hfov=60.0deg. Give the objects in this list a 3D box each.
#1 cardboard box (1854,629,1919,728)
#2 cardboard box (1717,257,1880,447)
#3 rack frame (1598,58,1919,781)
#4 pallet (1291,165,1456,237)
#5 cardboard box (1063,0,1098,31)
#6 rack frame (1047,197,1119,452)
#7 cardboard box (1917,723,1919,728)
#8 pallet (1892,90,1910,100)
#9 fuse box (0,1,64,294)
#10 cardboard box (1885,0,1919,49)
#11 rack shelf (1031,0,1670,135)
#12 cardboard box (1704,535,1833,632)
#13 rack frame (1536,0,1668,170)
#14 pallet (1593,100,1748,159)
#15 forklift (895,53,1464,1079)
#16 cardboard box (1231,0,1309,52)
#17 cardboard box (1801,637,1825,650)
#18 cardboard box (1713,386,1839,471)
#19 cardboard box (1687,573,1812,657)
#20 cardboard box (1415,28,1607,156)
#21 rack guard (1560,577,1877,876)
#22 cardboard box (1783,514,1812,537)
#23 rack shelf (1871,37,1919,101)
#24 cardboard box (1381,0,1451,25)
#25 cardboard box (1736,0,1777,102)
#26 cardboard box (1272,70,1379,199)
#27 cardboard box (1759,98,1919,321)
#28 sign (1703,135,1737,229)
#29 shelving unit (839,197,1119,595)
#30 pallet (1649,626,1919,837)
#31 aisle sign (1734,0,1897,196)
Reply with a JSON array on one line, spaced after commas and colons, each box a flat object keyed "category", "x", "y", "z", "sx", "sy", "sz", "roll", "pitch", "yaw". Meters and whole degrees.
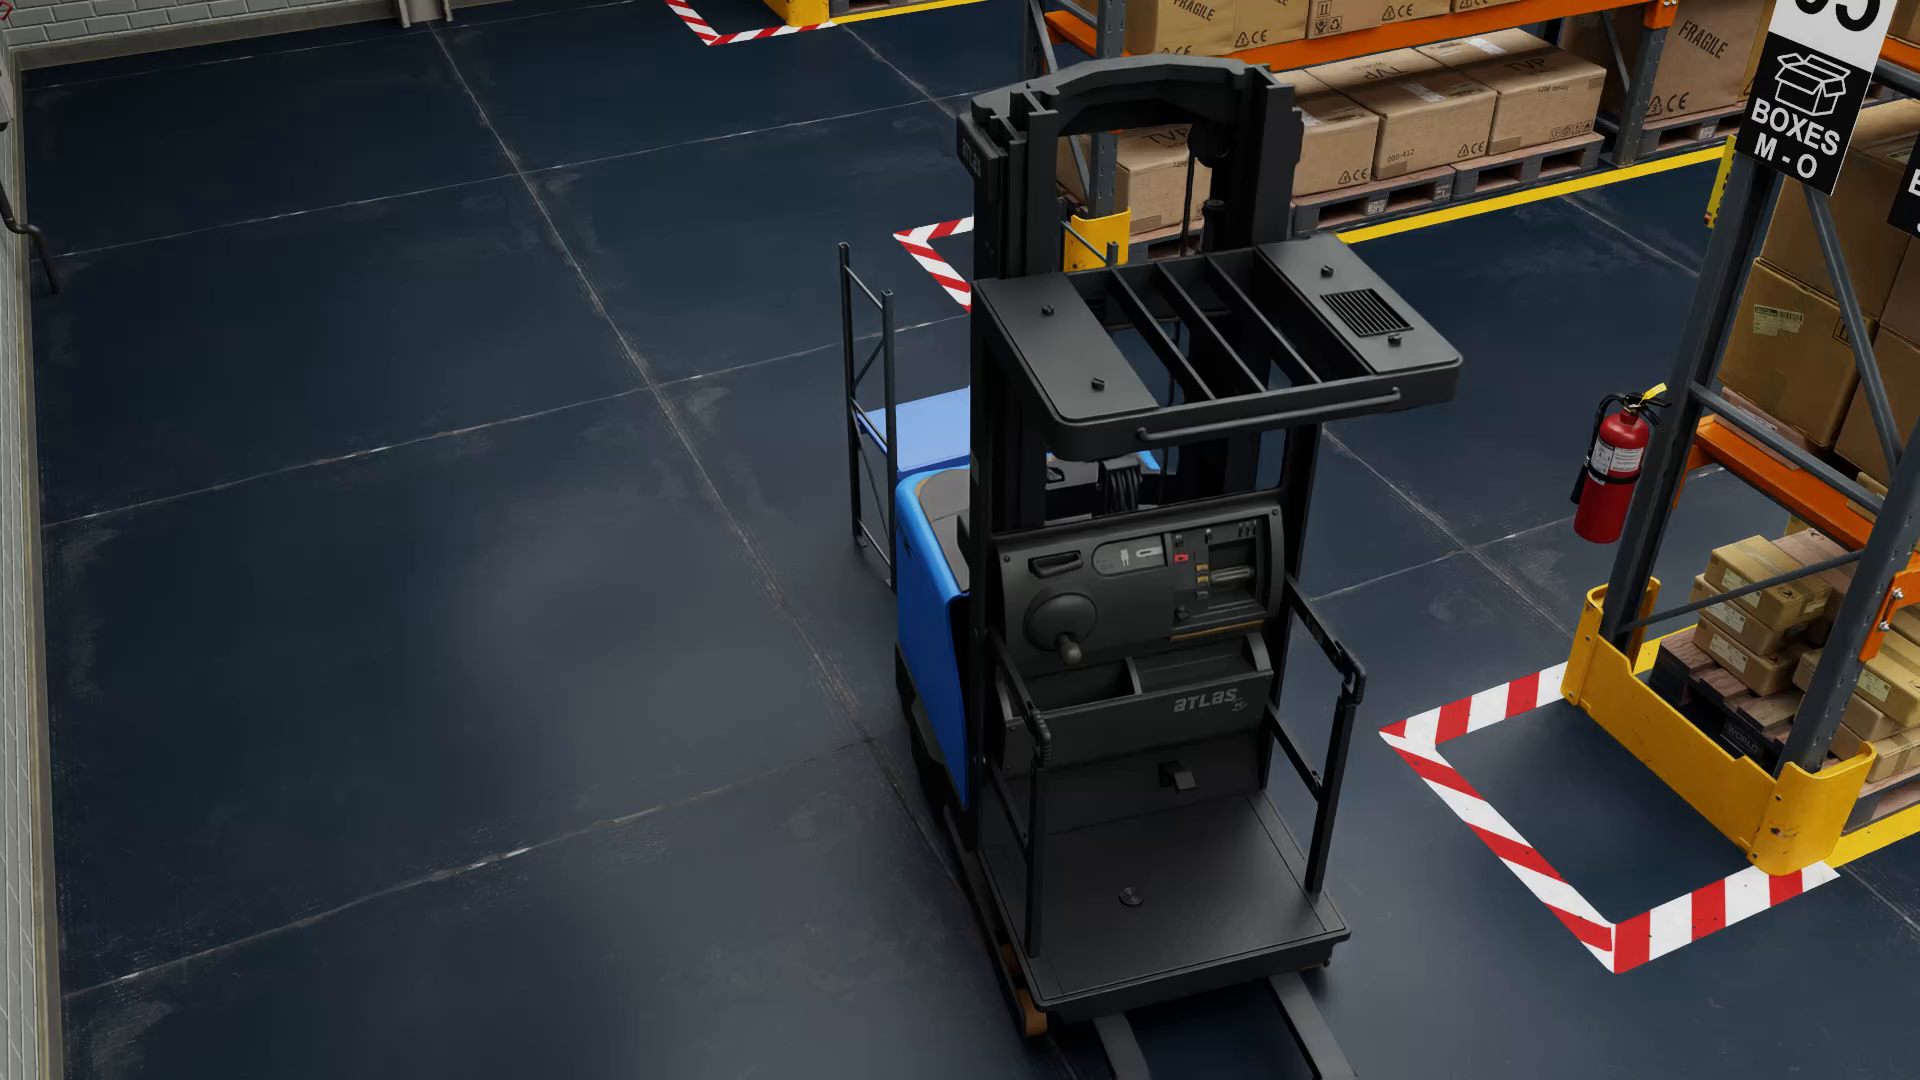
[{"category": "cardboard box", "x": 3.424, "y": 0.489, "z": 6.114, "sx": 0.250, "sy": 0.149, "sz": 0.380, "roll": -17, "pitch": 40, "yaw": -22}, {"category": "cardboard box", "x": 3.103, "y": -0.711, "z": 5.858, "sx": 0.500, "sy": 0.500, "sz": 0.500, "roll": -15, "pitch": 39, "yaw": -19}, {"category": "rack frame", "x": 2.805, "y": -0.299, "z": 5.636, "sx": 0.127, "sy": 3.000, "sz": 1.000, "roll": -16, "pitch": 39, "yaw": -20}, {"category": "pallet", "x": 2.404, "y": -2.374, "z": 10.774, "sx": 1.213, "sy": 0.211, "sz": 1.003, "roll": -16, "pitch": 39, "yaw": -20}, {"category": "cardboard box", "x": 0.935, "y": -3.248, "z": 9.527, "sx": 0.500, "sy": 0.500, "sz": 0.500, "roll": -15, "pitch": 39, "yaw": -20}, {"category": "rack frame", "x": 0.537, "y": -0.753, "z": 7.506, "sx": 0.032, "sy": 1.500, "sz": 0.500, "roll": -16, "pitch": 39, "yaw": -20}, {"category": "cardboard box", "x": 3.618, "y": 0.607, "z": 6.455, "sx": 0.250, "sy": 0.149, "sz": 0.380, "roll": -16, "pitch": 39, "yaw": -20}, {"category": "pallet", "x": 7.107, "y": -3.689, "z": 12.547, "sx": 1.213, "sy": 0.211, "sz": 1.003, "roll": -16, "pitch": 39, "yaw": -20}, {"category": "fuse box", "x": -5.245, "y": -2.156, "z": 9.220, "sx": 0.414, "sy": 1.711, "sz": 0.539, "roll": -16, "pitch": 39, "yaw": -20}, {"category": "cardboard box", "x": 3.104, "y": -1.702, "z": 5.134, "sx": 0.500, "sy": 0.250, "sz": 0.500, "roll": -16, "pitch": 40, "yaw": -21}, {"category": "rack shelf", "x": 2.421, "y": -3.161, "z": 10.097, "sx": 4.000, "sy": 0.370, "sz": 1.077, "roll": -16, "pitch": 39, "yaw": -20}, {"category": "cardboard box", "x": 3.177, "y": 0.167, "z": 6.548, "sx": 0.250, "sy": 0.149, "sz": 0.380, "roll": -15, "pitch": 39, "yaw": -19}, {"category": "rack frame", "x": 4.231, "y": -3.956, "z": 10.565, "sx": 0.127, "sy": 3.000, "sz": 1.000, "roll": -16, "pitch": 39, "yaw": -20}, {"category": "pallet", "x": 4.898, "y": -3.072, "z": 11.714, "sx": 1.213, "sy": 0.211, "sz": 1.003, "roll": -16, "pitch": 39, "yaw": -20}, {"category": "forklift", "x": 0.634, "y": 0.205, "z": 5.013, "sx": 1.130, "sy": 2.935, "sz": 3.031, "roll": -10, "pitch": 38, "yaw": -13}, {"category": "cardboard box", "x": 1.613, "y": -3.093, "z": 9.318, "sx": 0.500, "sy": 0.500, "sz": 0.500, "roll": -16, "pitch": 40, "yaw": -21}, {"category": "cardboard box", "x": 3.383, "y": 0.312, "z": 6.852, "sx": 0.250, "sy": 0.149, "sz": 0.380, "roll": -14, "pitch": 39, "yaw": -19}, {"category": "cardboard box", "x": 2.980, "y": -0.433, "z": 6.027, "sx": 0.250, "sy": 0.149, "sz": 0.380, "roll": -16, "pitch": 39, "yaw": -20}, {"category": "cardboard box", "x": 3.162, "y": 0.270, "z": 6.659, "sx": 0.250, "sy": 0.149, "sz": 0.380, "roll": -17, "pitch": 40, "yaw": -21}, {"category": "cardboard box", "x": 3.617, "y": -2.994, "z": 11.067, "sx": 0.875, "sy": 0.438, "sz": 0.875, "roll": -16, "pitch": 40, "yaw": -21}, {"category": "rack guard", "x": 2.874, "y": 0.685, "z": 6.406, "sx": 0.348, "sy": 0.500, "sz": 1.175, "roll": -16, "pitch": 39, "yaw": -20}, {"category": "cardboard box", "x": 3.609, "y": 0.001, "z": 6.772, "sx": 0.250, "sy": 0.149, "sz": 0.380, "roll": -16, "pitch": 40, "yaw": -21}, {"category": "rack shelf", "x": 4.616, "y": -1.721, "z": 5.639, "sx": 4.000, "sy": 0.370, "sz": 1.077, "roll": -16, "pitch": 39, "yaw": -20}, {"category": "cardboard box", "x": 2.527, "y": -3.348, "z": 9.662, "sx": 0.500, "sy": 0.500, "sz": 0.500, "roll": -14, "pitch": 39, "yaw": -18}, {"category": "cardboard box", "x": 5.573, "y": -3.704, "z": 11.657, "sx": 0.875, "sy": 0.875, "sz": 0.875, "roll": -14, "pitch": 39, "yaw": -19}, {"category": "cardboard box", "x": 1.990, "y": -2.540, "z": 10.455, "sx": 0.875, "sy": 0.438, "sz": 0.875, "roll": -15, "pitch": 39, "yaw": -19}, {"category": "cardboard box", "x": 3.114, "y": -1.111, "z": 5.556, "sx": 0.500, "sy": 0.500, "sz": 0.500, "roll": -16, "pitch": 40, "yaw": -21}, {"category": "sign", "x": 2.587, "y": -1.196, "z": 5.607, "sx": 0.005, "sy": 0.325, "sz": 0.100, "roll": -16, "pitch": 39, "yaw": -20}, {"category": "shelving unit", "x": 0.077, "y": -0.624, "z": 7.332, "sx": 1.048, "sy": 1.500, "sz": 0.538, "roll": -16, "pitch": 39, "yaw": -20}, {"category": "pallet", "x": 3.624, "y": 0.615, "z": 6.744, "sx": 1.213, "sy": 0.211, "sz": 1.003, "roll": -16, "pitch": 39, "yaw": -20}, {"category": "aisle sign", "x": 2.612, "y": -1.487, "z": 5.054, "sx": 0.004, "sy": 0.787, "sz": 0.394, "roll": -16, "pitch": 39, "yaw": -20}]
